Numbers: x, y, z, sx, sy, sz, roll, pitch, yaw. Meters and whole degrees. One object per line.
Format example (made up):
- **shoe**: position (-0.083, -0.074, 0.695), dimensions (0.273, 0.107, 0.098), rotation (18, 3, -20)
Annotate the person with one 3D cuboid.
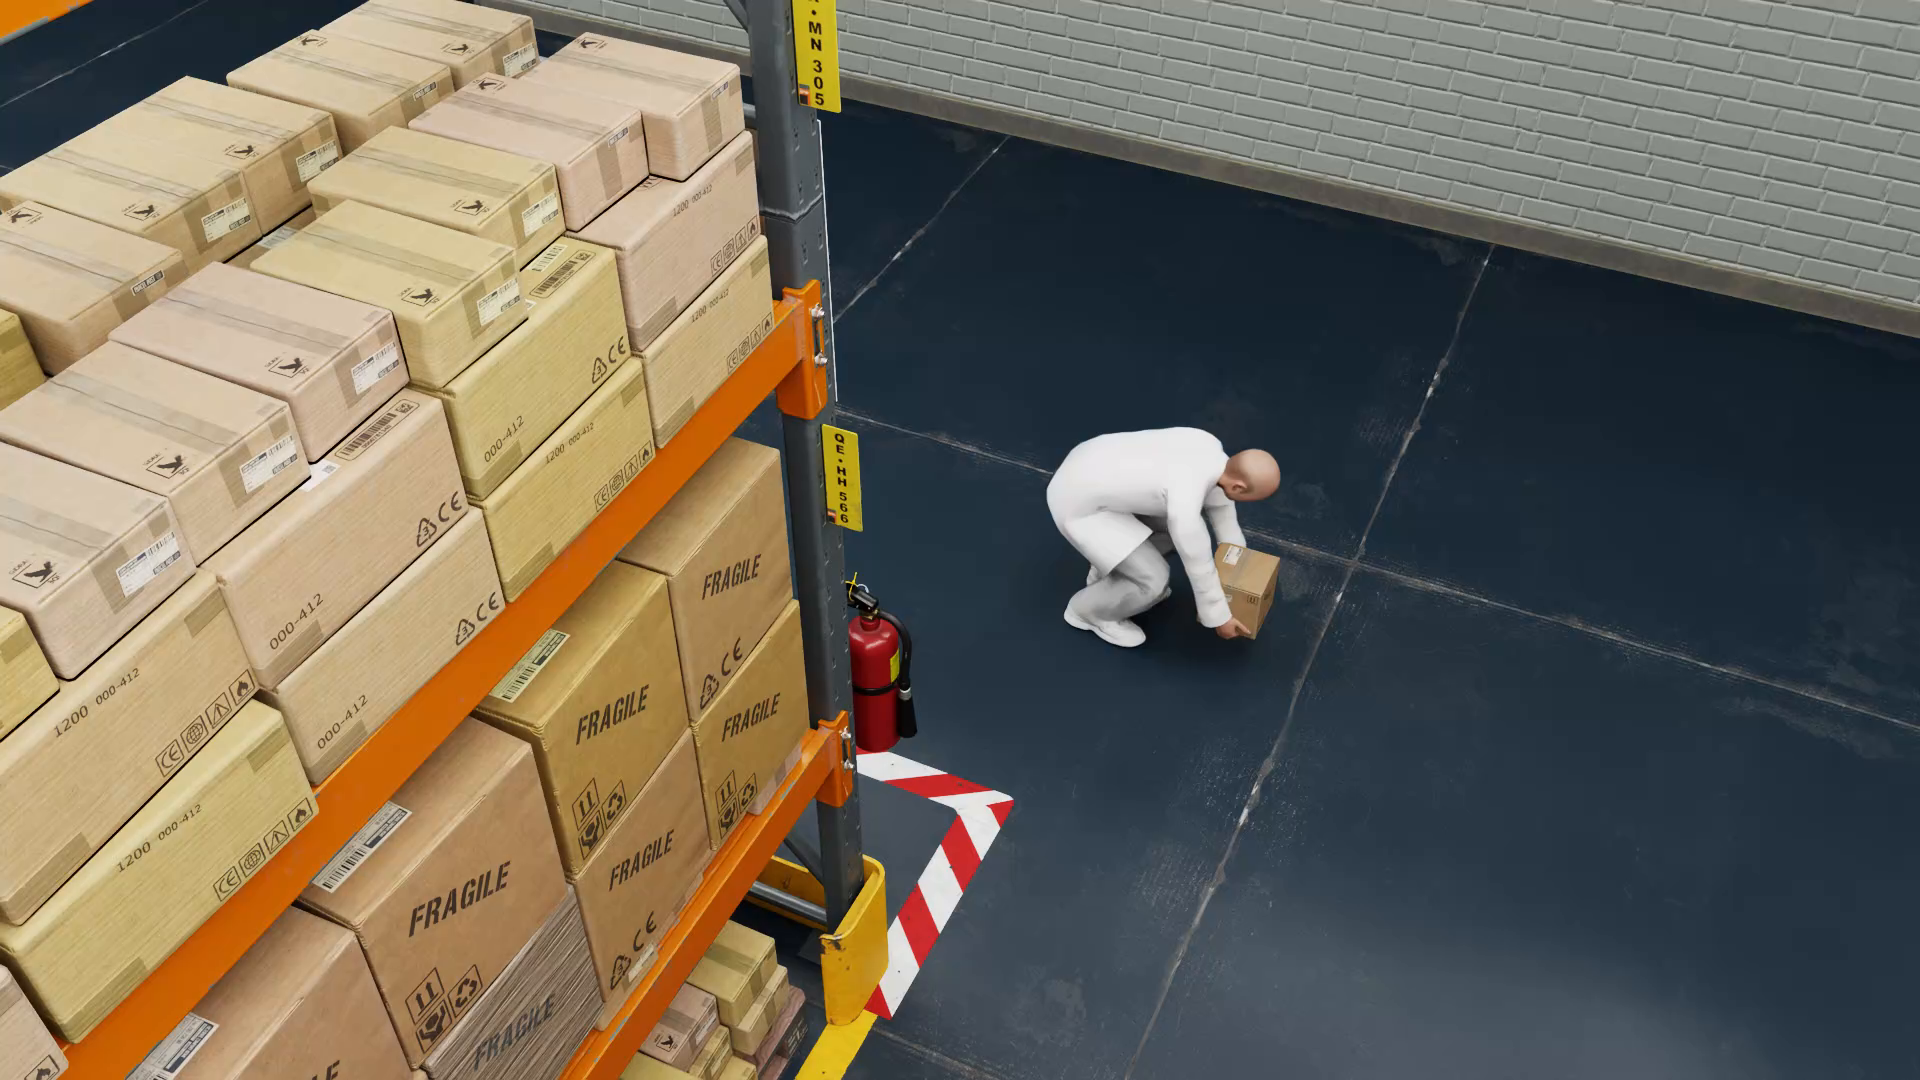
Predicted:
- **person**: position (0.811, -0.028, 6.788), dimensions (0.940, 1.004, 0.591), rotation (16, 44, 17)
